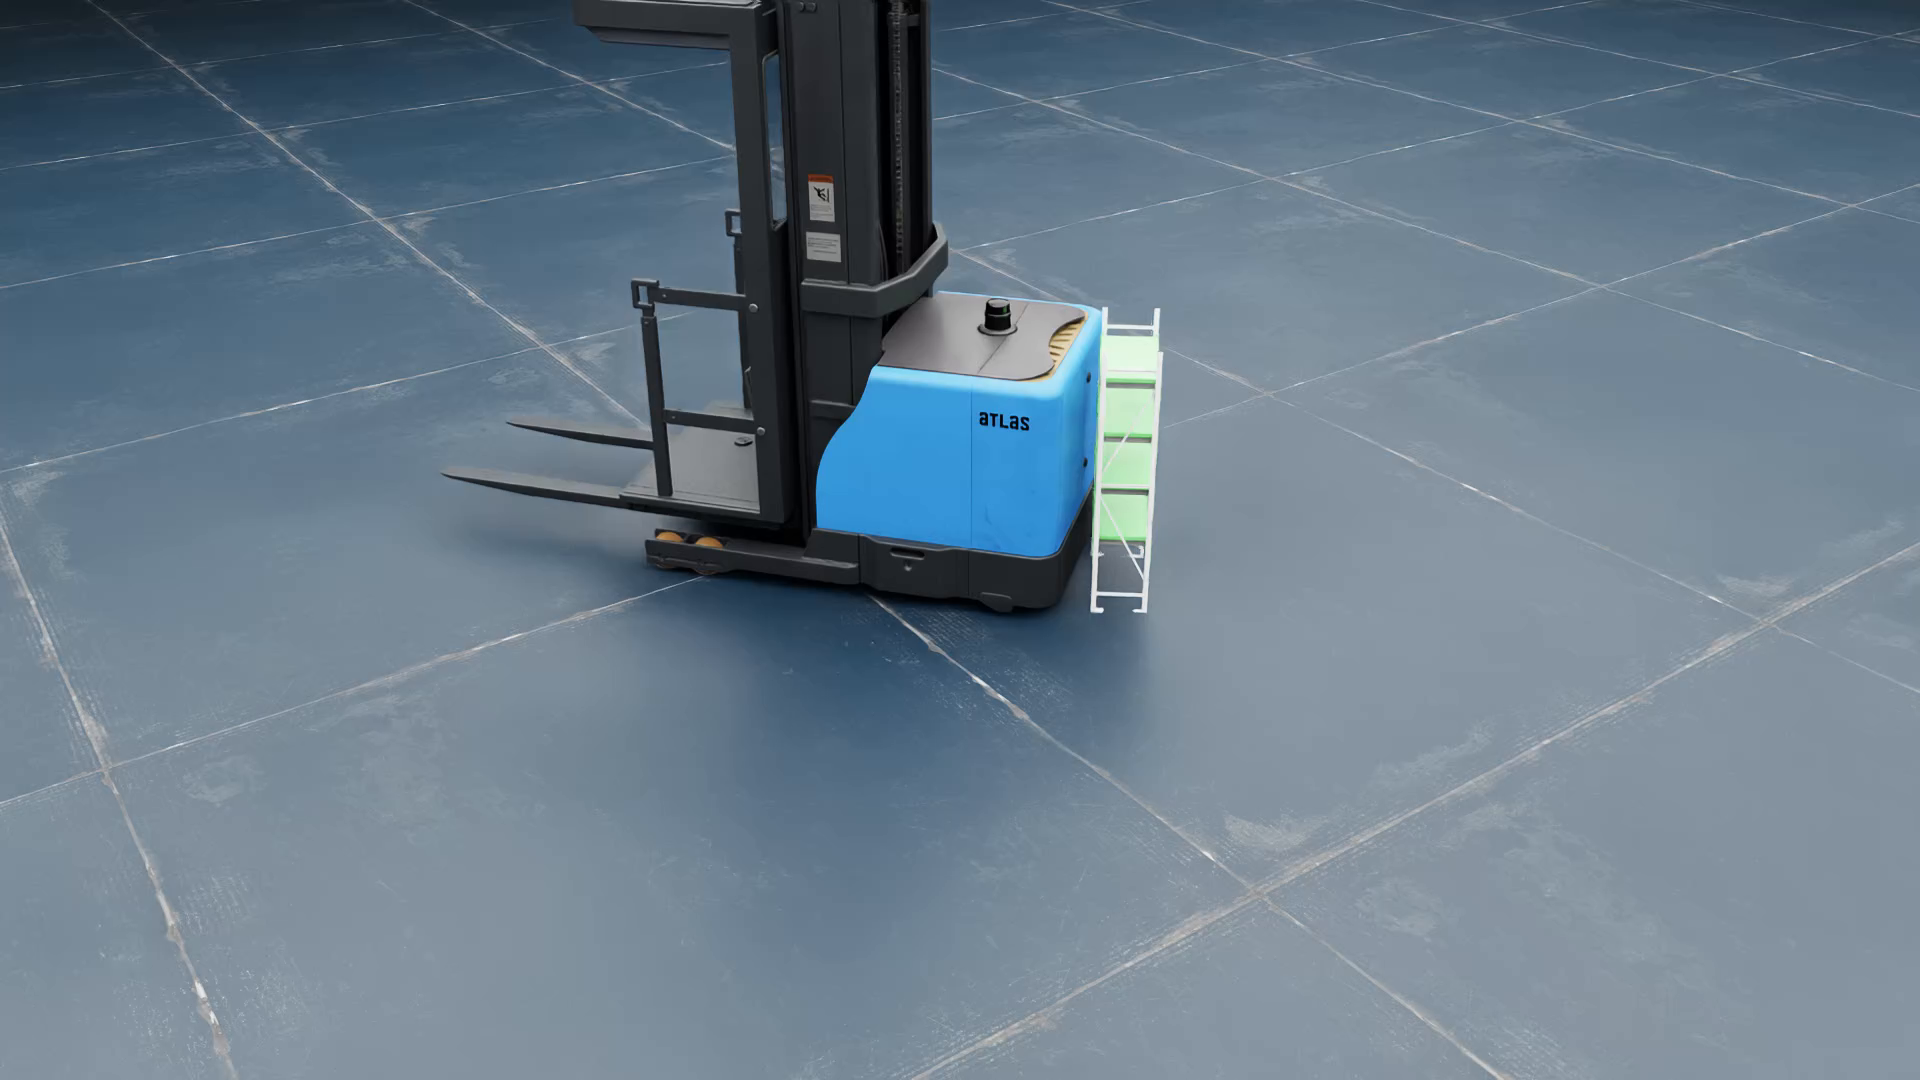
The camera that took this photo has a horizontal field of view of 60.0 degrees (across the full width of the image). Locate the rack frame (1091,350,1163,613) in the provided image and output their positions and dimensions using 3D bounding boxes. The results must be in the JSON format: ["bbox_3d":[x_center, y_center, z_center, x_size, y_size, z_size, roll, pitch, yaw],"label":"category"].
[{"bbox_3d":[0.686,-0.221,6.899,0.240,1.200,0.015,2,29,4],"label":"rack frame"}]

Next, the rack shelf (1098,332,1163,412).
[{"bbox_3d":[0.706,-0.702,6.914,0.258,0.148,0.480,2,29,4],"label":"rack shelf"}]

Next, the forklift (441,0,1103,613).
[{"bbox_3d":[-0.913,-1.362,7.187,3.031,2.935,1.130,8,29,14],"label":"forklift"}]

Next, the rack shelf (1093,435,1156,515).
[{"bbox_3d":[0.706,-0.281,7.143,0.258,0.148,0.480,2,29,4],"label":"rack shelf"}]

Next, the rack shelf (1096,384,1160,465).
[{"bbox_3d":[0.706,-0.492,7.029,0.258,0.148,0.480,2,29,4],"label":"rack shelf"}]

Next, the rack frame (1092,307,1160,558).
[{"bbox_3d":[0.725,-0.453,7.327,0.240,1.200,0.015,2,29,4],"label":"rack frame"}]

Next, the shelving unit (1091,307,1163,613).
[{"bbox_3d":[0.706,-0.337,7.113,0.258,1.200,0.503,2,29,4],"label":"shelving unit"}]

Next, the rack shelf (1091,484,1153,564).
[{"bbox_3d":[0.706,-0.070,7.258,0.258,0.148,0.480,2,29,4],"label":"rack shelf"}]
